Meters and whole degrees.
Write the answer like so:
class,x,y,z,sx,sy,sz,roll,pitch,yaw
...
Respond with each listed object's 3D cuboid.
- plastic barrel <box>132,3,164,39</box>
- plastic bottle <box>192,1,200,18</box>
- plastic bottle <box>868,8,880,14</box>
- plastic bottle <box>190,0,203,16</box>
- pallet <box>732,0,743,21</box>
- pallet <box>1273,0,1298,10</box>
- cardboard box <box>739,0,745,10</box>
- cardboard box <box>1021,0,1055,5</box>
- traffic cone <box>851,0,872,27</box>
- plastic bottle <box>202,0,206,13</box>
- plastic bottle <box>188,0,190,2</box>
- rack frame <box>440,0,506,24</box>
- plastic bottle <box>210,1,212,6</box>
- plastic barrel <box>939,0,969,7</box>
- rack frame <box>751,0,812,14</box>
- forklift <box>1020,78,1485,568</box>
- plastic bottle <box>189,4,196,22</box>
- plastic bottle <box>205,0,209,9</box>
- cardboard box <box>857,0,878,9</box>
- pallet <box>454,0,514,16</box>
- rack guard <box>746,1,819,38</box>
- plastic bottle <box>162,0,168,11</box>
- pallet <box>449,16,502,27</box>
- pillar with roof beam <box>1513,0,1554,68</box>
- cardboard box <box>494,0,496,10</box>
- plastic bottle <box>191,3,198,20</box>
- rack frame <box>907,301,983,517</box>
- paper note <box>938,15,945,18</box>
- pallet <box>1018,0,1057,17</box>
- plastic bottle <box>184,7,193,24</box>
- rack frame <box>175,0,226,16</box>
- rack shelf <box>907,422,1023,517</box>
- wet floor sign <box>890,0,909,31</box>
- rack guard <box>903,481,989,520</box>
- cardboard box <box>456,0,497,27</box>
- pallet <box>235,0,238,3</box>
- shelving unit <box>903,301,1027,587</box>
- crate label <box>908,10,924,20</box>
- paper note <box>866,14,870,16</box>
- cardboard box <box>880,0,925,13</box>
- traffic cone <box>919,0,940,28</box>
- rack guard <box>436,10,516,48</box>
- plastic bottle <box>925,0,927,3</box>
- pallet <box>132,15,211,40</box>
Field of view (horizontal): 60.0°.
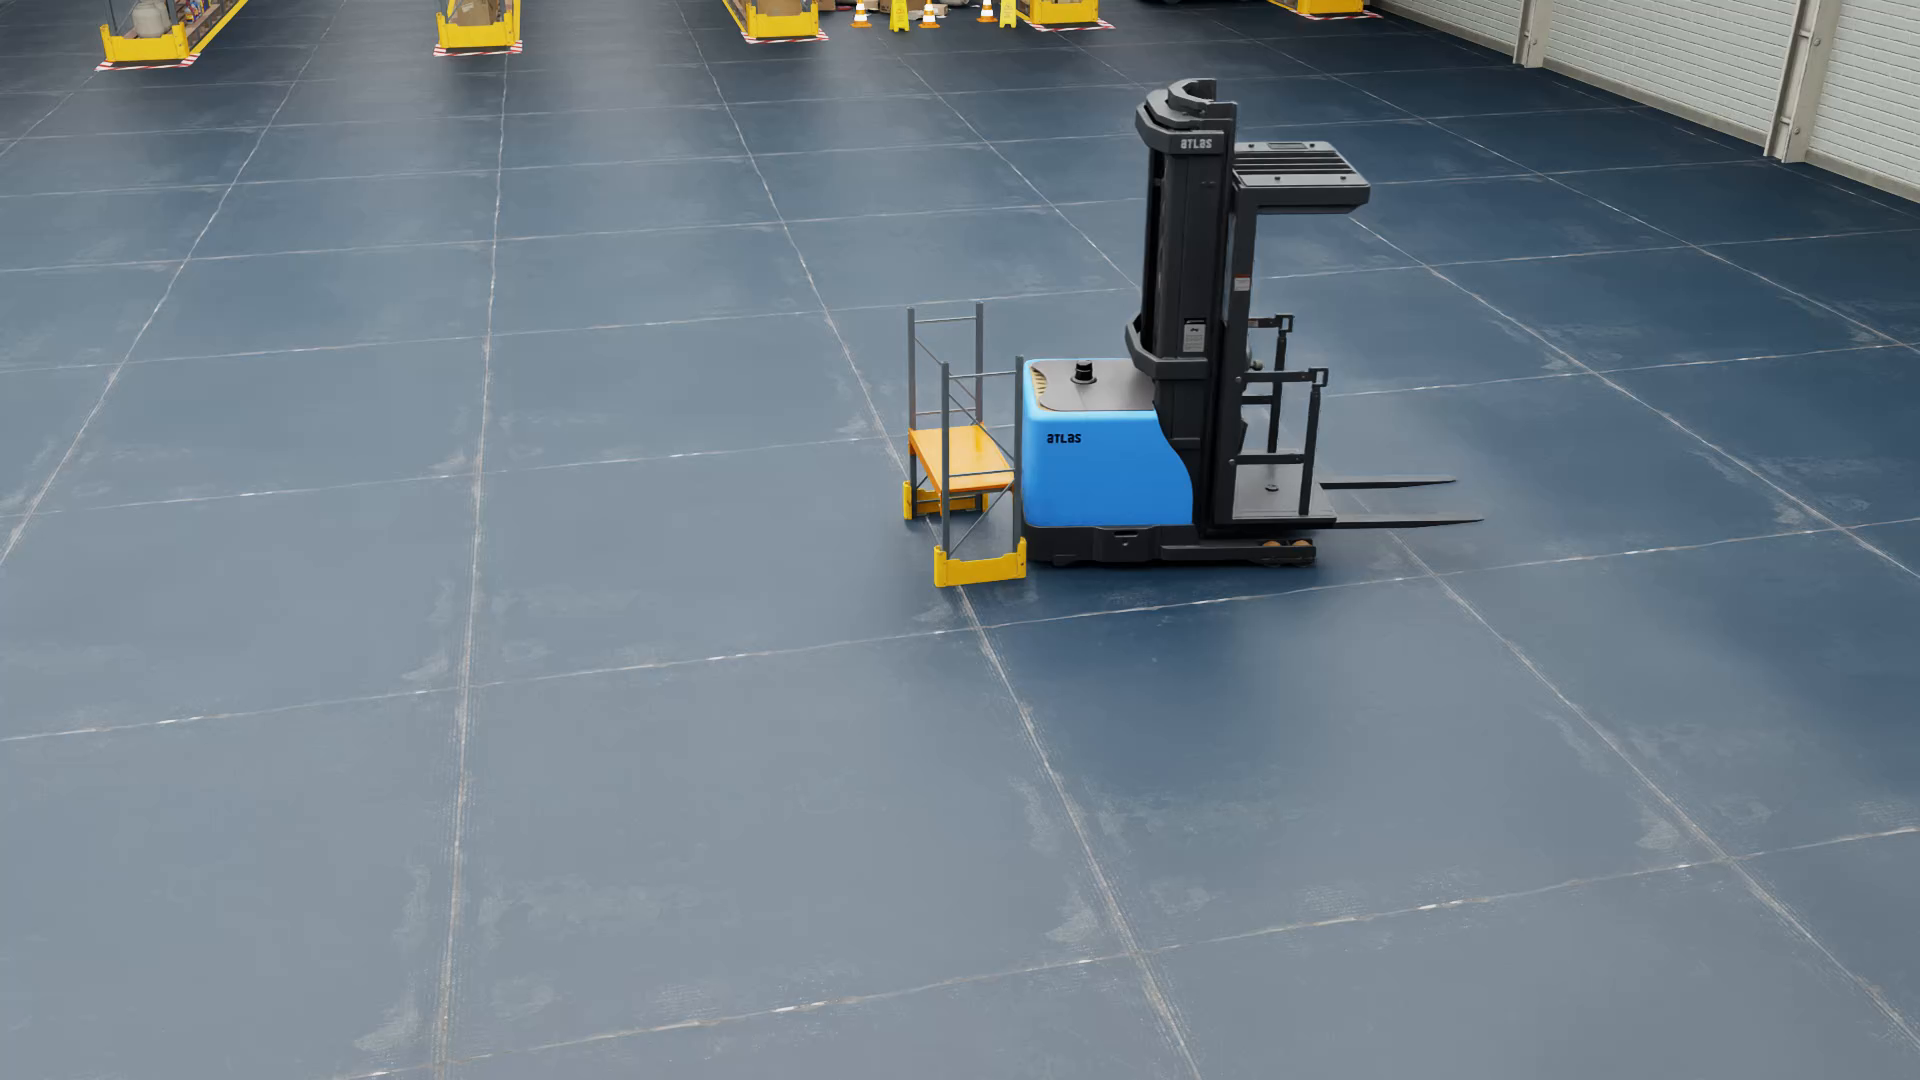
class,x,y,z,sx,sy,sz,roll,pitch,yaw
plastic barrel,-12.873,-8.226,26.359,0.421,0.512,0.421,0,27,0
plastic bottle,-12.900,-8.957,28.053,0.097,0.271,0.097,0,27,0
plastic bottle,-1.569,-9.512,29.875,0.133,0.061,0.283,-16,31,-29
plastic bottle,-12.977,-9.053,28.238,0.152,0.276,0.135,-5,27,-11
pallet,-3.497,-9.462,29.610,1.003,0.211,1.213,-6,27,-12
pallet,6.453,-9.969,30.613,1.003,0.211,1.213,-6,27,-12
cardboard box,-3.387,-9.746,28.968,0.875,0.875,0.875,-6,27,-12
cardboard box,1.381,-9.675,29.521,0.500,0.250,0.500,-6,27,-12
traffic cone,-1.705,-9.075,28.562,0.336,0.463,0.334,-6,27,-12
plastic bottle,-13.005,-9.202,28.526,0.061,0.283,0.133,-4,27,-8
plastic bottle,-13.103,-9.106,28.335,0.061,0.283,0.133,-6,27,-12
rack frame,-7.824,-9.370,26.333,1.000,3.000,0.127,-6,27,-12
plastic bottle,-13.166,-9.443,29.094,0.097,0.201,0.097,0,27,0
plastic barrel,-0.110,-9.980,30.399,0.512,0.421,0.421,13,30,24
rack frame,-2.969,-9.830,27.243,1.000,3.000,0.127,-6,27,-12
forklift,1.909,-1.369,10.557,3.031,2.935,1.130,-1,27,-2
plastic bottle,-12.788,-8.780,27.689,0.061,0.283,0.133,-5,27,-11
plastic bottle,-13.125,-9.384,28.811,0.144,0.351,0.185,-7,28,-13
cardboard box,-1.689,-9.798,30.213,0.396,0.266,0.258,-1,27,-3
pallet,-8.540,-9.590,29.863,1.003,0.211,1.213,-6,27,-12
rack guard,-2.964,-8.703,27.785,1.175,0.500,0.348,-6,27,-12
plastic bottle,-13.623,-9.154,28.443,0.097,0.271,0.097,0,27,0
pallet,-7.990,-8.519,27.741,1.003,0.211,1.213,-6,27,-12
pillar with roof beam,4.545,-10.887,22.679,9.100,9.000,0.400,-6,27,-12
cardboard box,-8.239,-9.254,28.409,0.500,0.500,0.500,-3,27,-7
plastic bottle,-12.855,-8.868,27.877,0.097,0.271,0.097,0,27,0
rack frame,-0.095,-0.855,11.126,0.500,1.500,0.032,-6,27,-12
paper note,-0.322,-9.264,29.417,0.148,0.019,0.142,-16,31,-29
pallet,1.665,-9.526,29.734,1.003,0.211,1.213,-6,27,-12
plastic bottle,-12.755,-8.674,27.491,0.097,0.271,0.097,0,27,0
rack frame,-13.551,-10.624,28.815,1.000,3.000,0.127,-6,27,-12
rack shelf,0.019,-0.472,10.765,0.538,0.185,1.000,-6,27,-12
wet floor sign,-1.034,-8.967,28.146,0.267,0.644,0.232,-11,29,-20
rack guard,-0.095,-0.297,11.407,0.587,0.250,0.087,-6,27,-12
cardboard box,-7.949,-8.718,27.348,0.500,0.500,0.500,-1,27,-2
pallet,-14.045,-10.256,31.182,1.003,0.211,1.213,-6,27,-12
shelving unit,0.017,-0.636,10.692,0.587,1.500,1.083,-6,27,-12
crate label,-0.765,-9.233,29.238,0.250,0.136,0.298,-23,35,-38
paper note,-1.659,-9.346,29.581,0.144,0.017,0.142,3,27,6
cardboard box,-1.032,-9.776,29.907,0.637,0.503,0.797,19,32,32
traffic cone,-0.528,-9.040,28.493,0.336,0.463,0.334,-6,27,-12
rack guard,-7.841,-8.288,26.962,1.175,0.500,0.348,-6,27,-12
plastic bottle,-0.607,-10.064,30.968,0.133,0.061,0.283,-1,27,-3
pallet,-13.162,-8.543,27.788,1.003,0.211,1.213,-6,27,-12
